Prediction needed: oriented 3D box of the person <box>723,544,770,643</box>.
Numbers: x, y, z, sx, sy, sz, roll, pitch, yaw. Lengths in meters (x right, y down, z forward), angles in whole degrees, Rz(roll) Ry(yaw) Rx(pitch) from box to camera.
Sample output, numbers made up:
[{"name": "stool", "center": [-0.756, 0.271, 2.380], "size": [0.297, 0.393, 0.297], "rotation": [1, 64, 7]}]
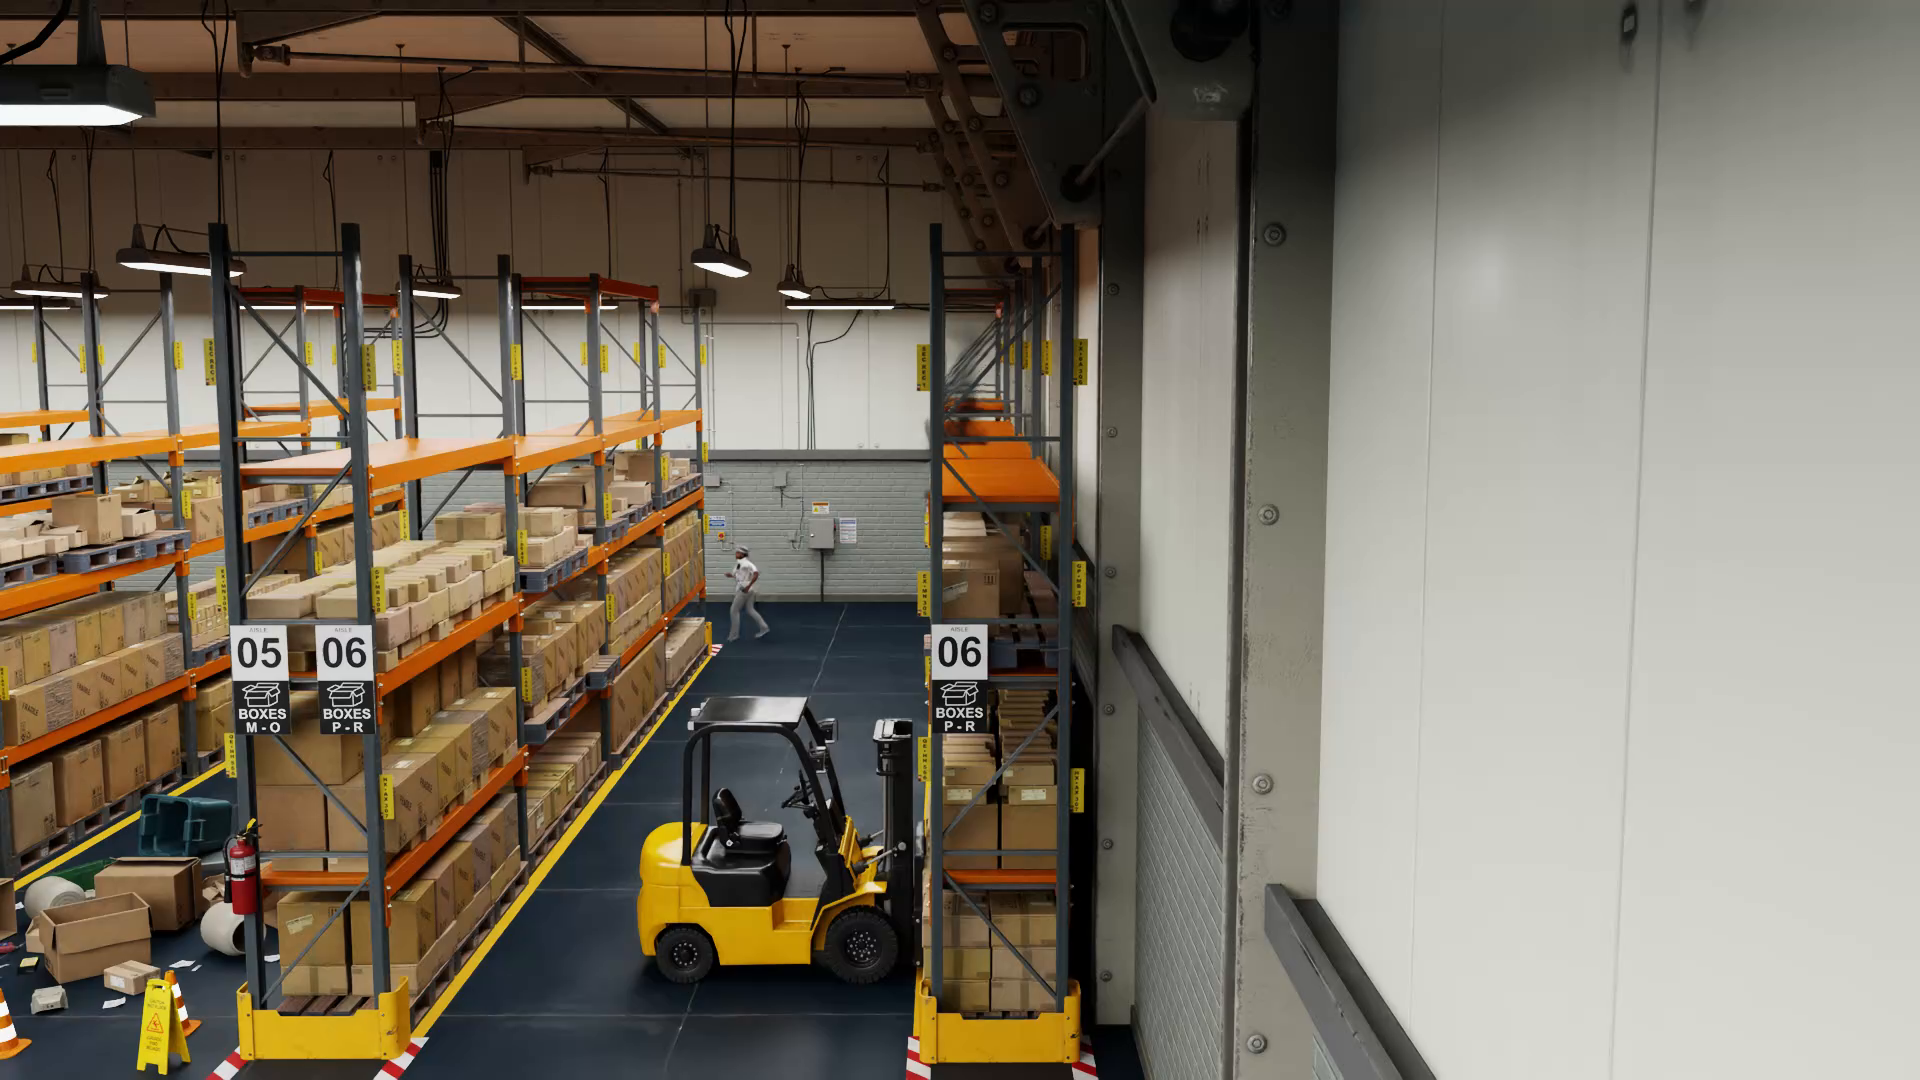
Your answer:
[{"name": "person", "center": [-3.767, 0.932, 29.170], "size": [0.786, 1.747, 0.554], "rotation": [-1, 7, -8]}]
